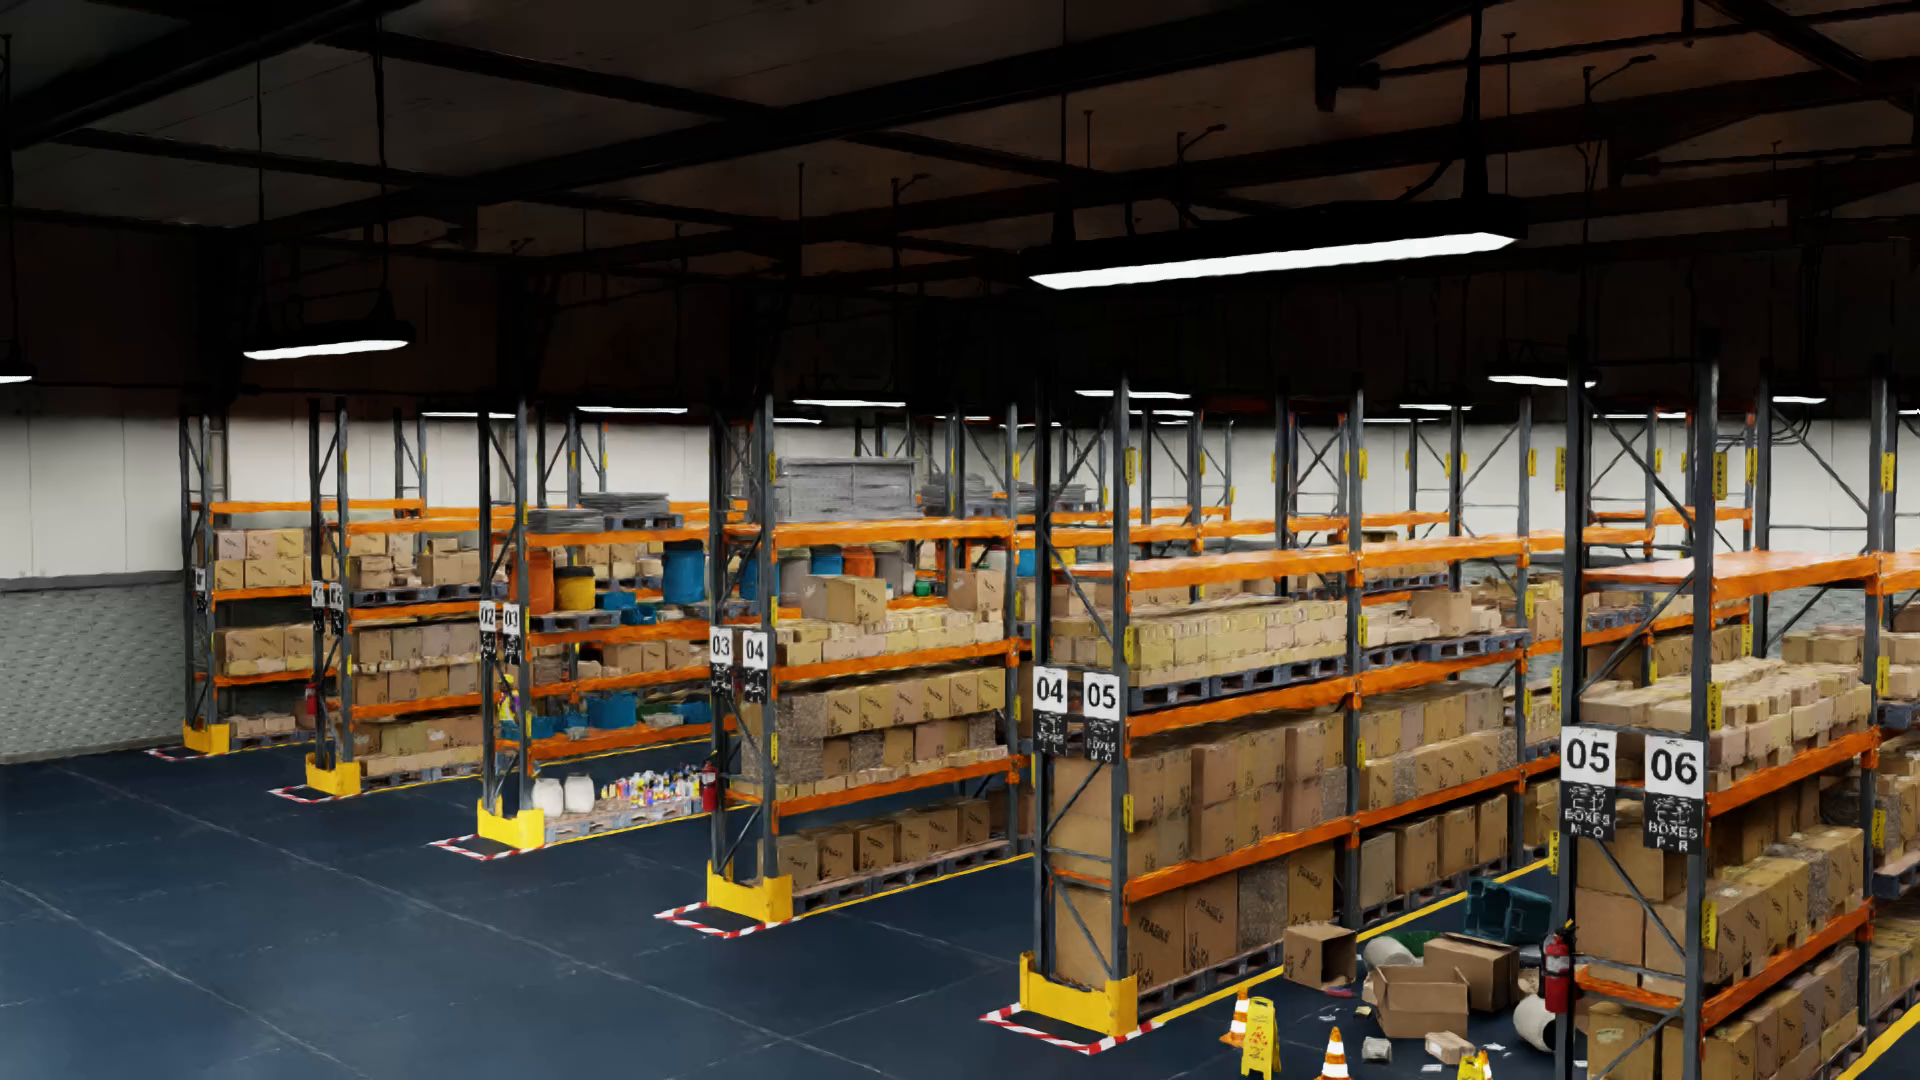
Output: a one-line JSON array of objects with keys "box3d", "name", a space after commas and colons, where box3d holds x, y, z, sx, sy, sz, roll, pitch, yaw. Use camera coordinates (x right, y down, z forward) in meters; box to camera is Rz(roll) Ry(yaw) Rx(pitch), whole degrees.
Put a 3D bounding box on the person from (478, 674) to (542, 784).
[{"box3d": [-7.015, 2.939, 25.991, 0.589, 1.716, 1.043, 3, 4, 43], "name": "person"}]
